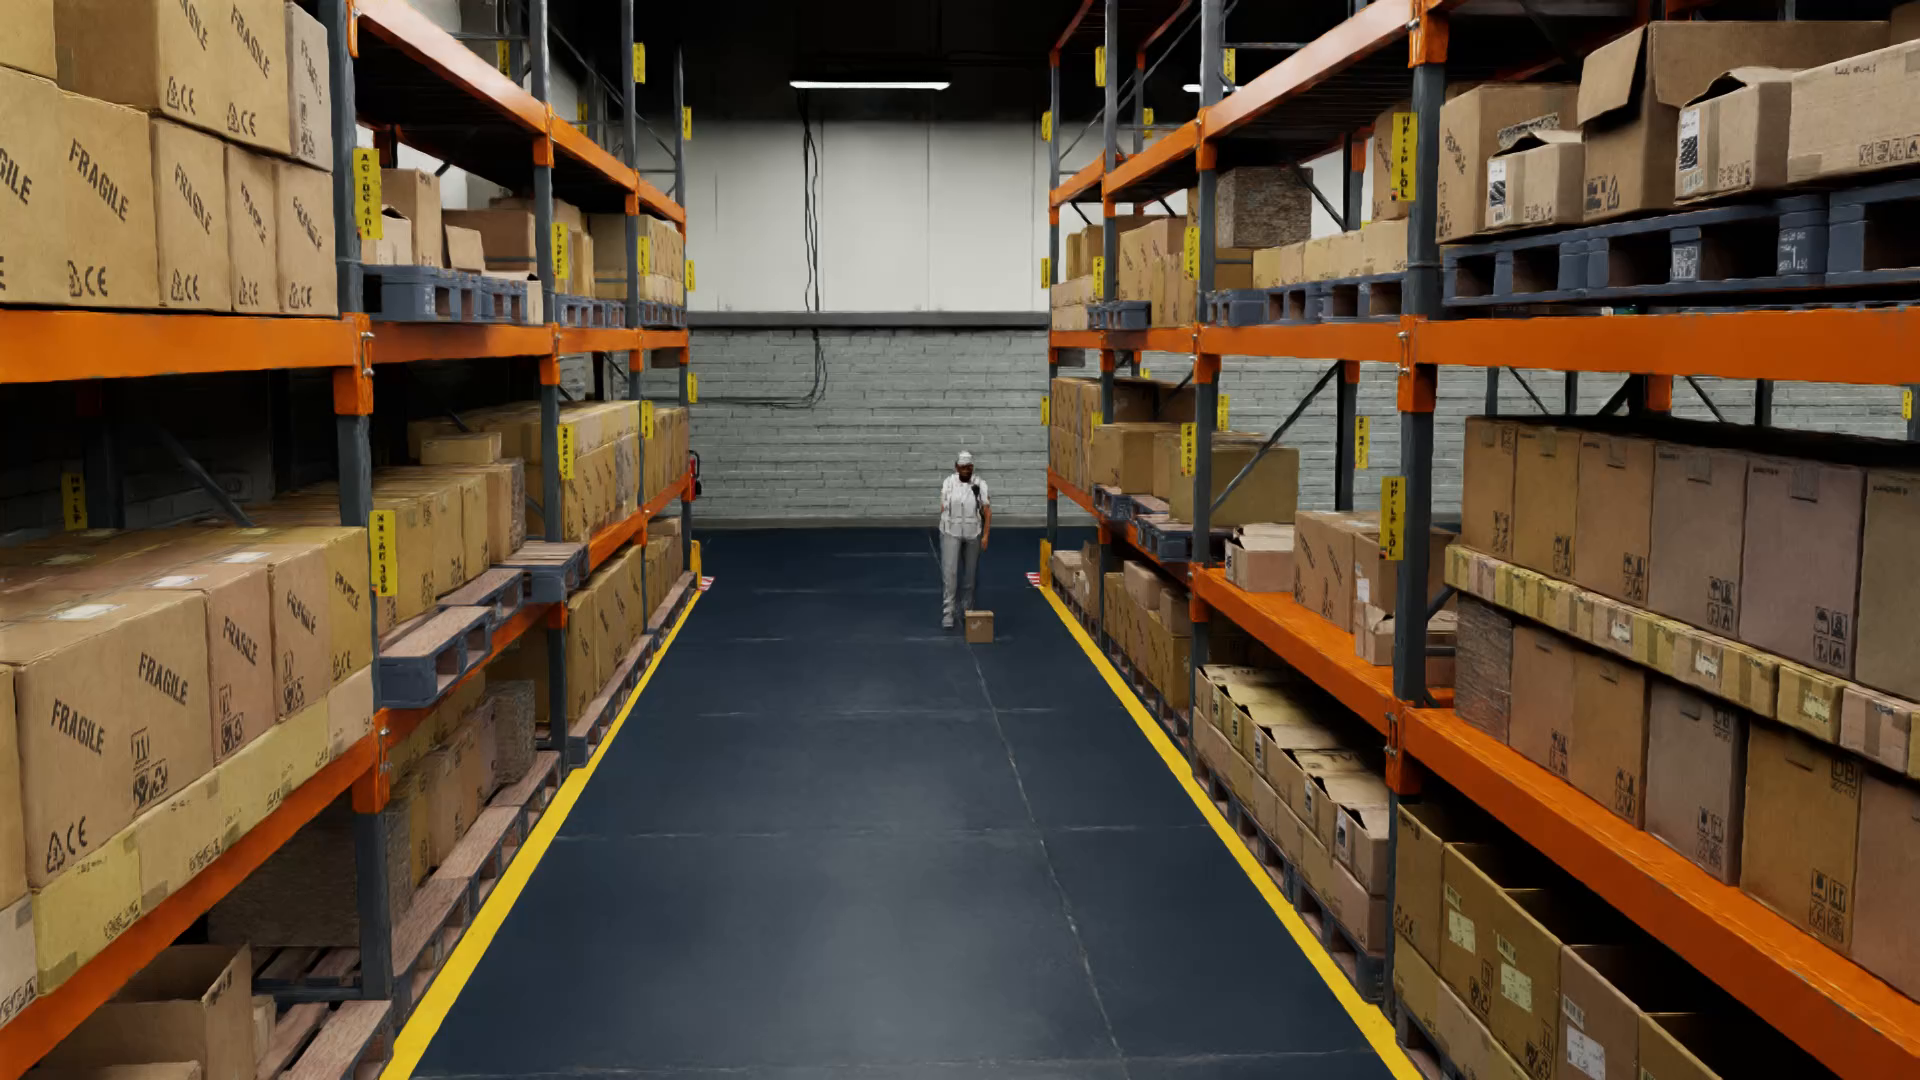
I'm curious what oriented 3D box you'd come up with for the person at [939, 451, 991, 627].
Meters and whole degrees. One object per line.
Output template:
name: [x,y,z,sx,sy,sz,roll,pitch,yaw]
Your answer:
person: [0.048,-0.035,15.965,0.506,1.646,0.699,-1,7,-6]
